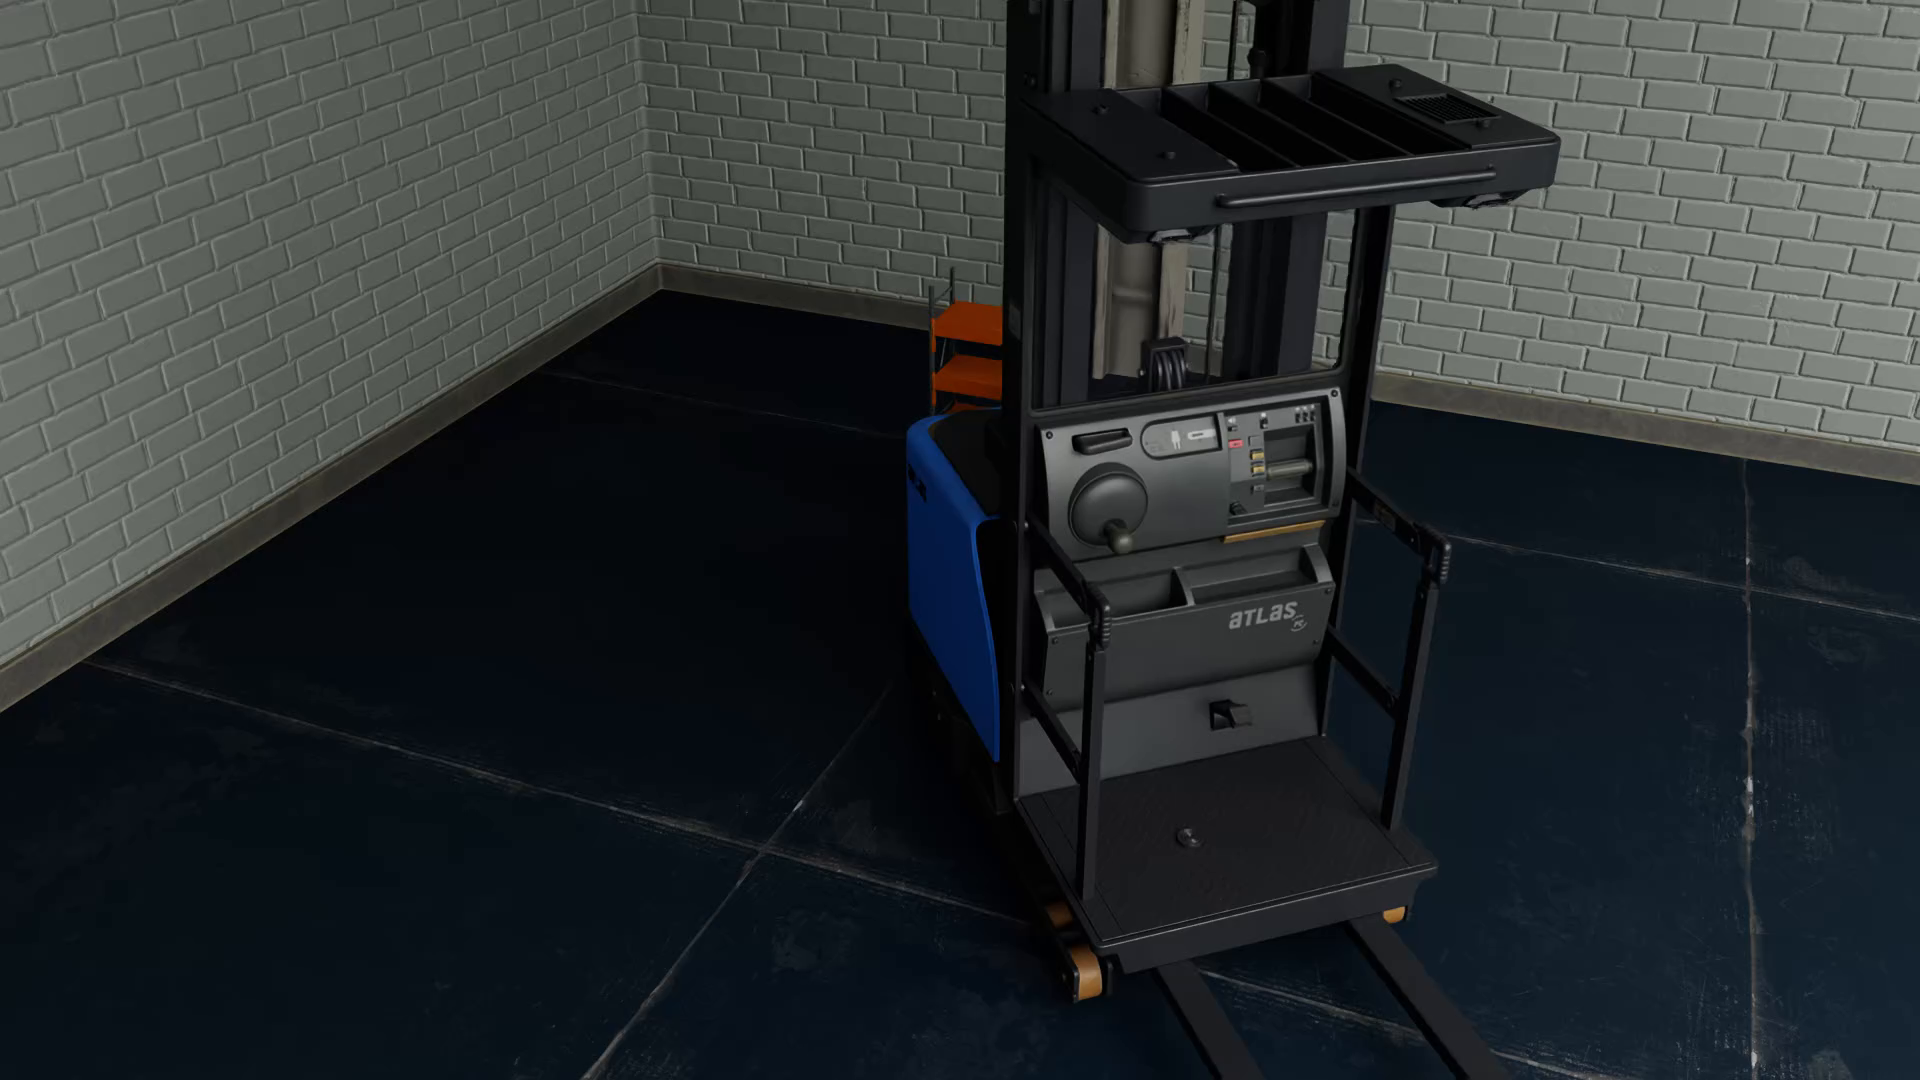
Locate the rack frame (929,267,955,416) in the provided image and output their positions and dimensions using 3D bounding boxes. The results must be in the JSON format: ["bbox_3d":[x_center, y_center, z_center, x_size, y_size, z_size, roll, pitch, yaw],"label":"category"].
[{"bbox_3d":[-0.073,-0.537,6.980,0.015,1.200,0.240,11,31,19],"label":"rack frame"}]

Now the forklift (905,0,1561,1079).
[{"bbox_3d":[0.739,-0.154,4.544,1.130,2.935,3.031,-9,31,-16],"label":"forklift"}]

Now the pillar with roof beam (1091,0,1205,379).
[{"bbox_3d":[-0.688,-2.845,3.139,0.400,9.000,9.100,11,31,19],"label":"pillar with roof beam"}]

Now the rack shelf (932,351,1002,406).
[{"bbox_3d":[0.153,-0.628,6.824,0.480,0.148,0.258,11,31,19],"label":"rack shelf"}]

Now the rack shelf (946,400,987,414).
[{"bbox_3d":[0.153,-0.433,6.934,0.480,0.148,0.258,11,31,19],"label":"rack shelf"}]

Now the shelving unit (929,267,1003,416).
[{"bbox_3d":[0.153,-0.492,6.901,0.503,1.200,0.258,11,31,19],"label":"shelving unit"}]

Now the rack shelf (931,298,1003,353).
[{"bbox_3d":[0.153,-0.834,6.707,0.480,0.148,0.258,11,31,19],"label":"rack shelf"}]
